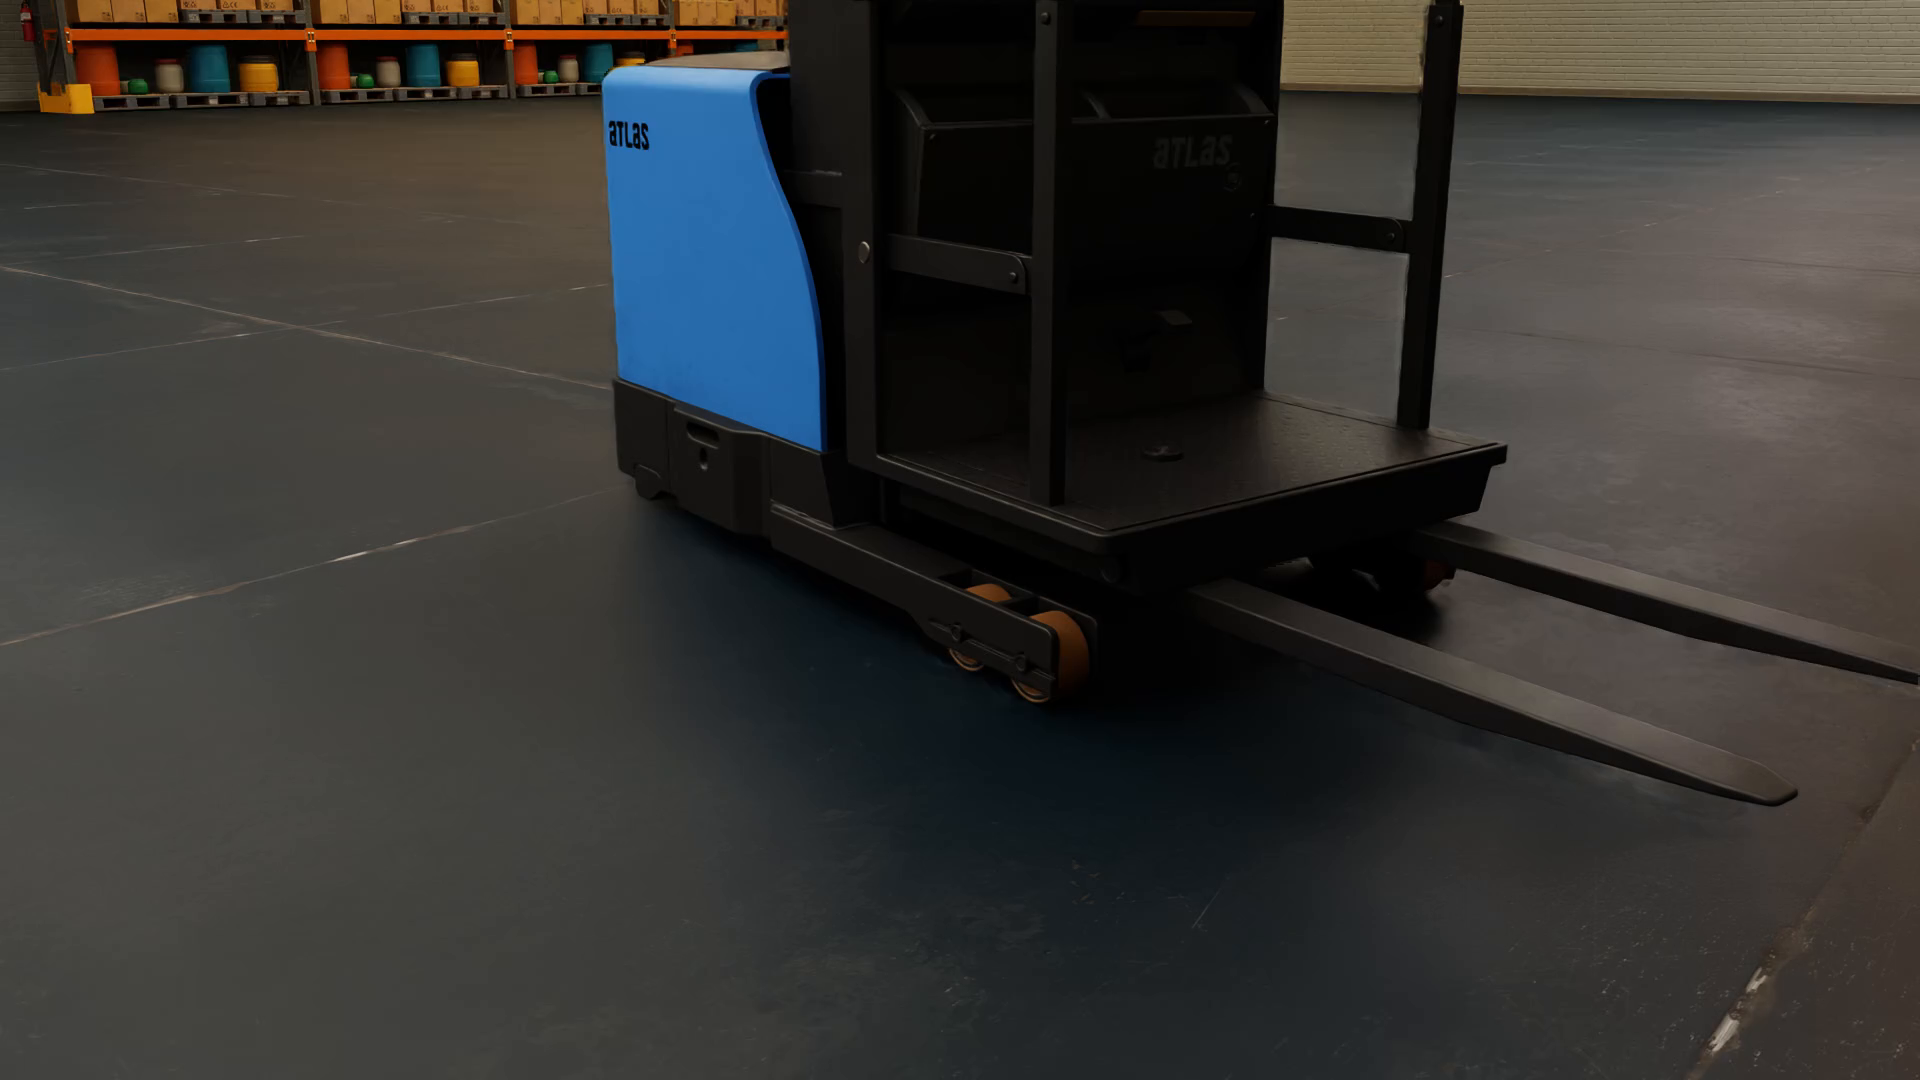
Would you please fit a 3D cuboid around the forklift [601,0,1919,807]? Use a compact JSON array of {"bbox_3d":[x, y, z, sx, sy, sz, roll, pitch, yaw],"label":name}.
[{"bbox_3d":[0.391,-1.270,3.079,1.130,2.935,3.031,-12,21,-35],"label":"forklift"}]
